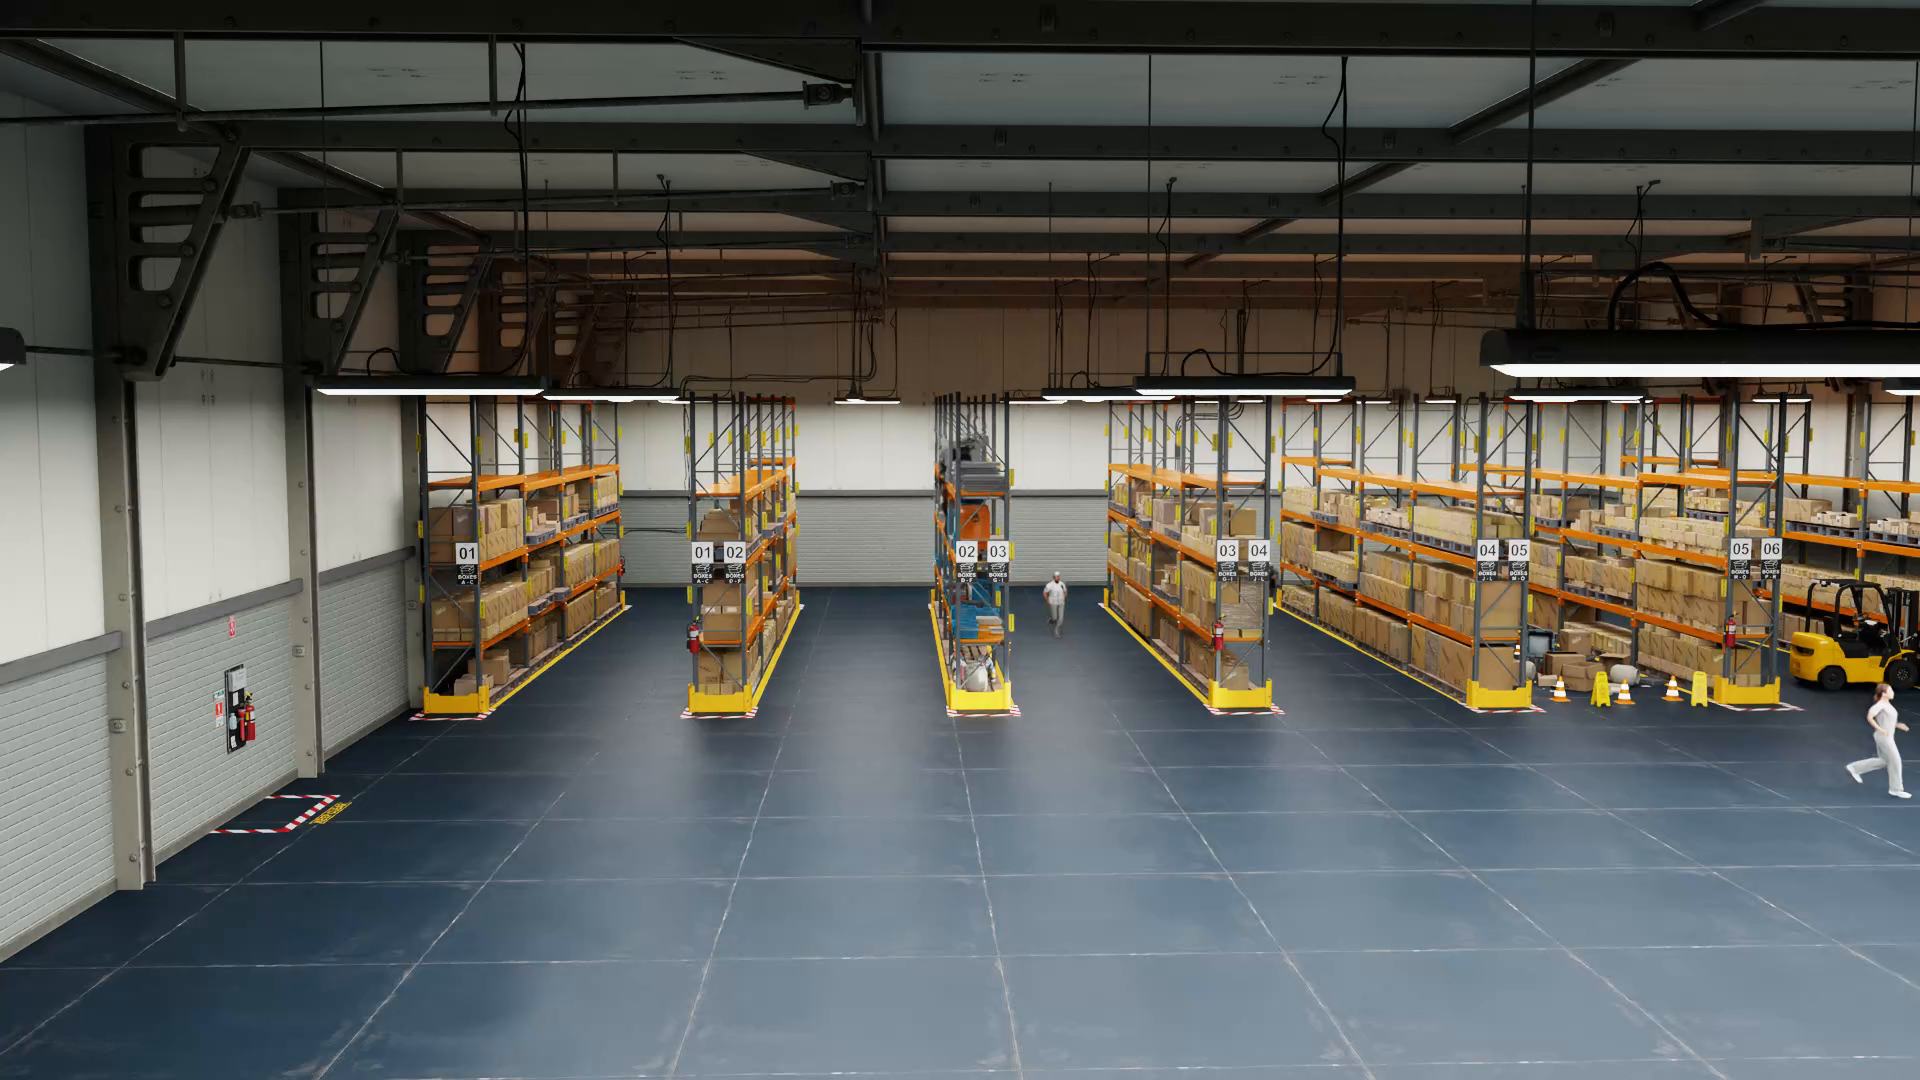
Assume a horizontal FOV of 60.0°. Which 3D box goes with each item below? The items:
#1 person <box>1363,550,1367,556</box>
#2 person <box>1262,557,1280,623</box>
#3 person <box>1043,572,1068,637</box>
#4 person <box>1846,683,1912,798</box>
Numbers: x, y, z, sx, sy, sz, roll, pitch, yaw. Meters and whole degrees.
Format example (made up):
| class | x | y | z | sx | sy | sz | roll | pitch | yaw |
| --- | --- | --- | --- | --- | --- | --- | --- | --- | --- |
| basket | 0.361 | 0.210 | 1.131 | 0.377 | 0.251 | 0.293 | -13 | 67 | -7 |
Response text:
| class | x | y | z | sx | sy | sz | roll | pitch | yaw |
| --- | --- | --- | --- | --- | --- | --- | --- | --- | --- |
| person | 11.266 | 1.168 | 46.259 | 0.633 | 1.800 | 0.785 | -1 | 5 | -12 |
| person | 8.205 | 1.328 | 44.340 | 0.628 | 1.792 | 0.781 | 0 | 5 | 0 |
| person | 2.408 | 1.608 | 41.402 | 0.607 | 1.627 | 0.528 | -1 | 5 | -13 |
| person | 13.594 | 2.938 | 24.556 | 0.879 | 1.669 | 0.567 | 3 | 6 | 36 |
